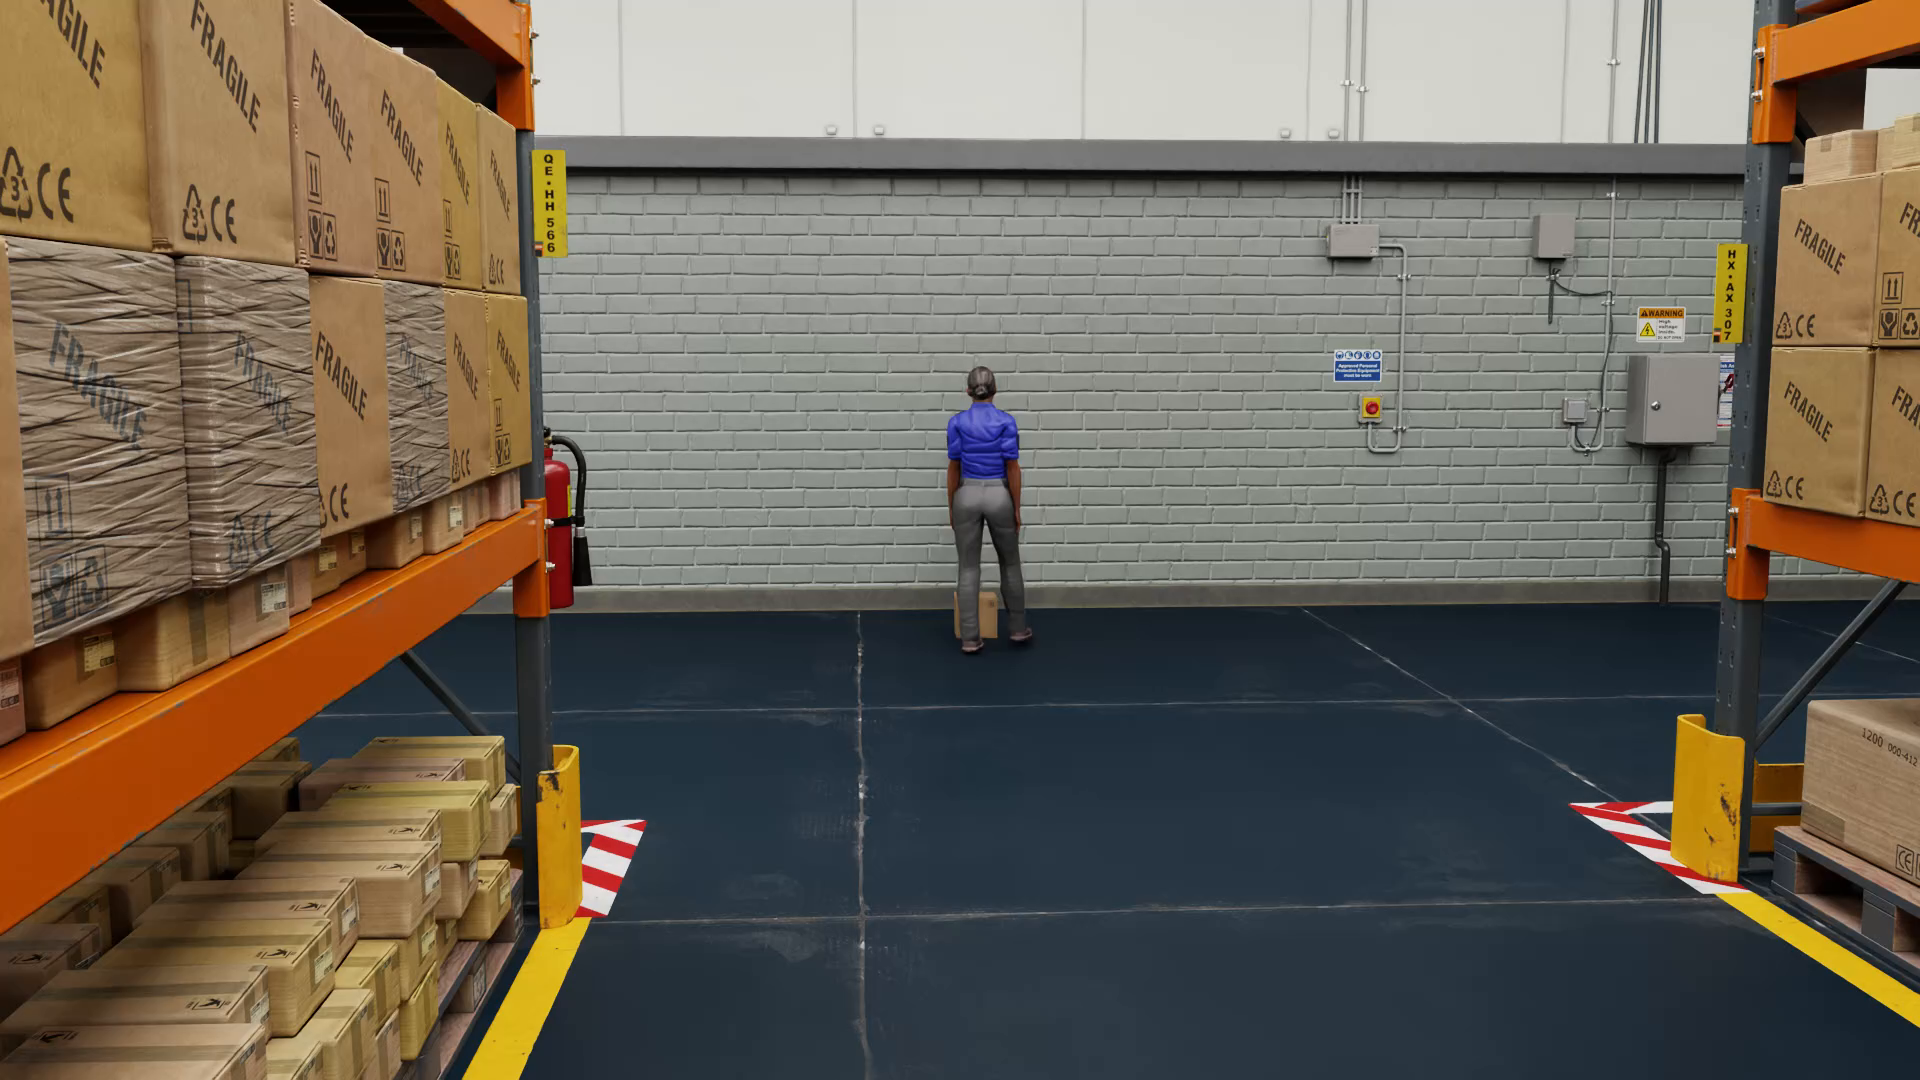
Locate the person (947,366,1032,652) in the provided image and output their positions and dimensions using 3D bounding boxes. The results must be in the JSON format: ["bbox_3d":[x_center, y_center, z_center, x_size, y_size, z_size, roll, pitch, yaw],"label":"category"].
[{"bbox_3d":[0.177,-0.196,9.799,0.496,1.653,0.585,0,7,3],"label":"person"}]
